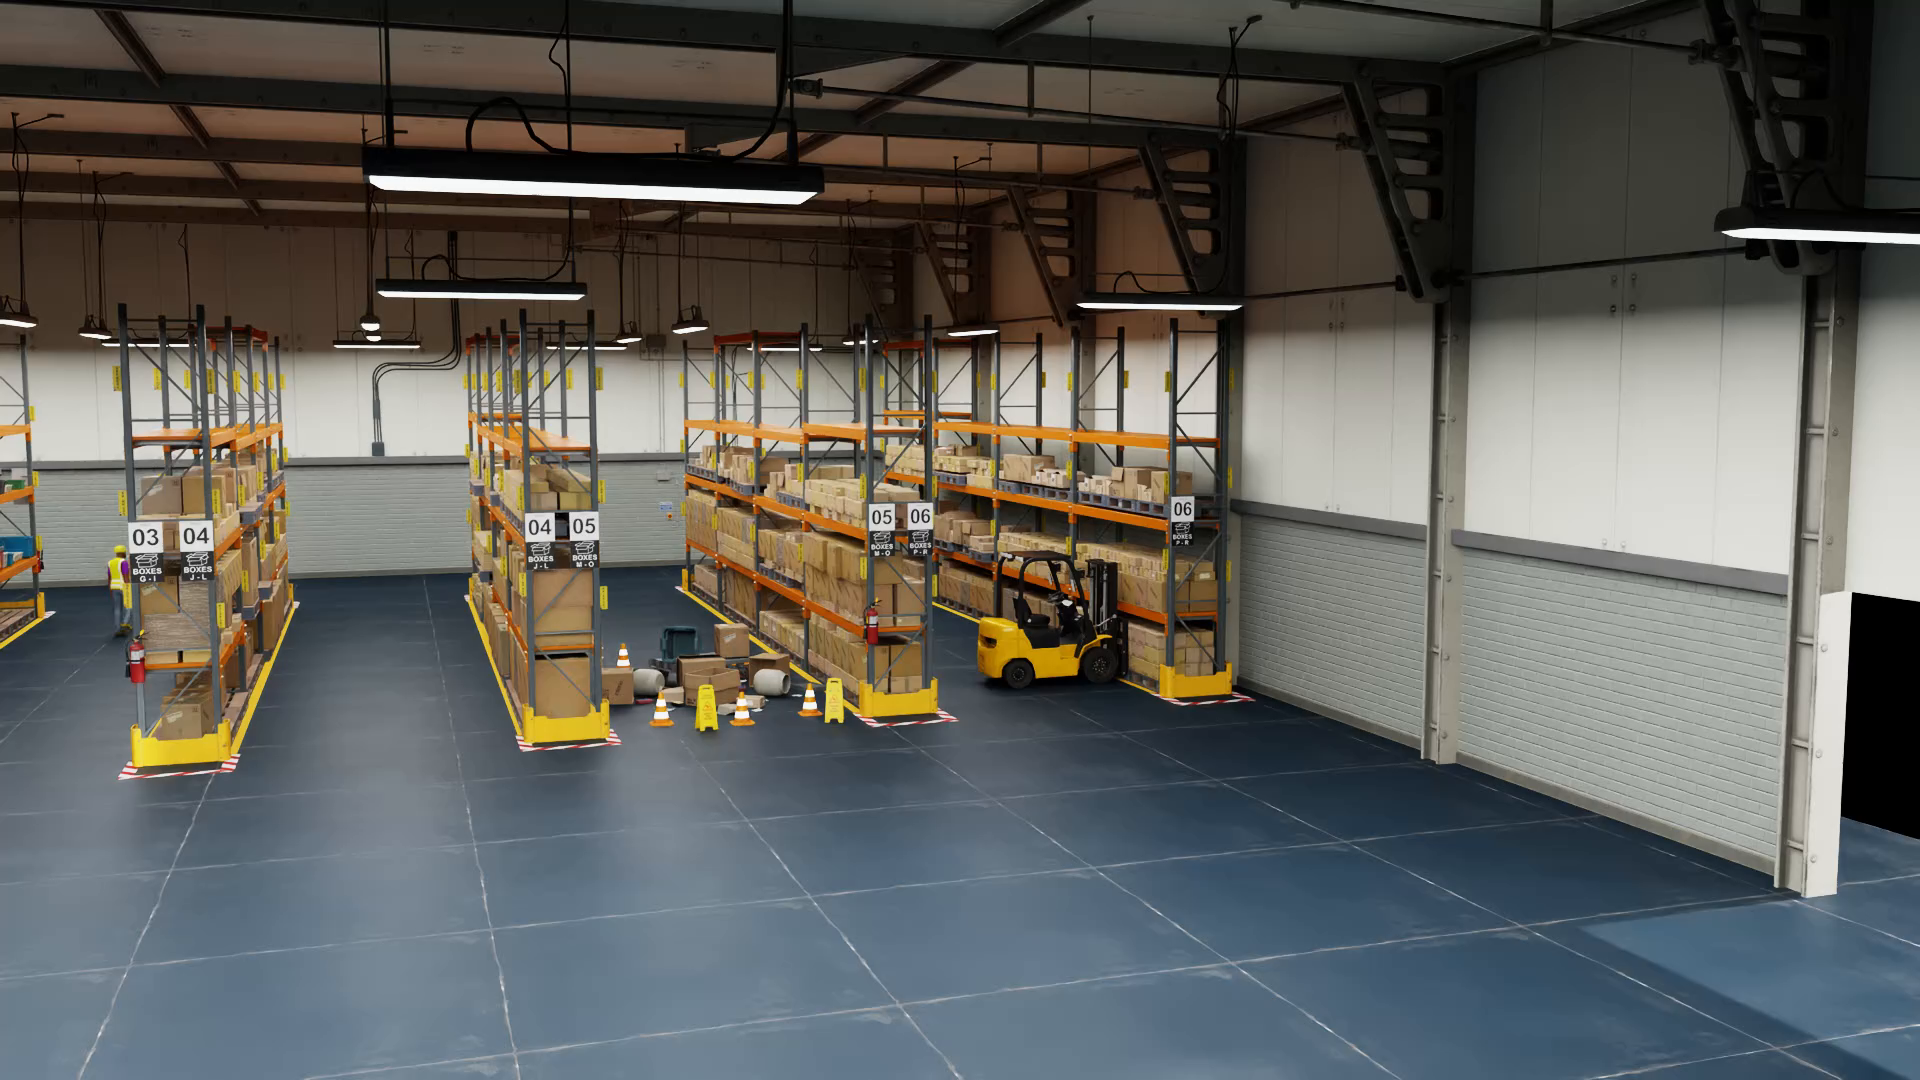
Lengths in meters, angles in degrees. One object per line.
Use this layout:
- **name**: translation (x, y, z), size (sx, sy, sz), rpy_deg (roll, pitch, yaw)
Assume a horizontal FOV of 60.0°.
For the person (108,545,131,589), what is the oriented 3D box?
- **person**: translation (-16.683, 0.541, 33.051), size (0.486, 0.869, 0.433), rpy_deg (0, 5, 0)
